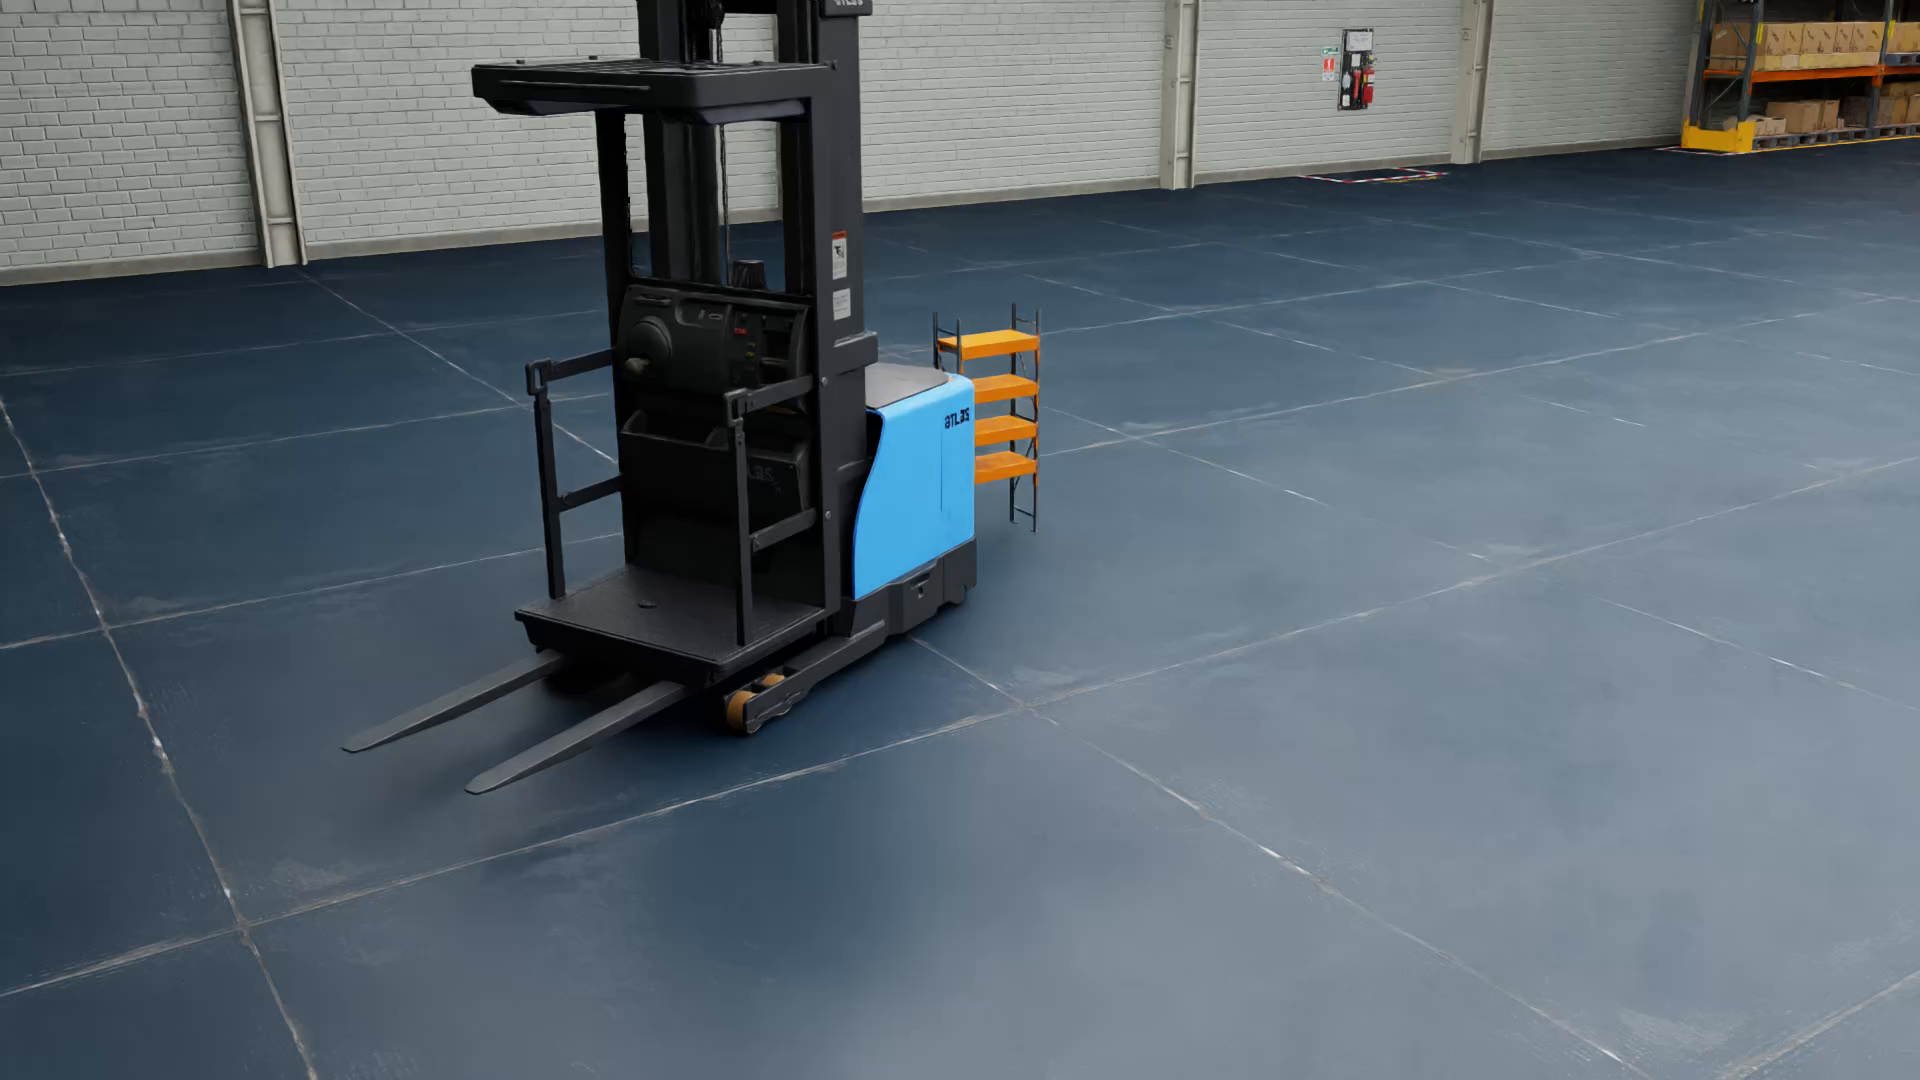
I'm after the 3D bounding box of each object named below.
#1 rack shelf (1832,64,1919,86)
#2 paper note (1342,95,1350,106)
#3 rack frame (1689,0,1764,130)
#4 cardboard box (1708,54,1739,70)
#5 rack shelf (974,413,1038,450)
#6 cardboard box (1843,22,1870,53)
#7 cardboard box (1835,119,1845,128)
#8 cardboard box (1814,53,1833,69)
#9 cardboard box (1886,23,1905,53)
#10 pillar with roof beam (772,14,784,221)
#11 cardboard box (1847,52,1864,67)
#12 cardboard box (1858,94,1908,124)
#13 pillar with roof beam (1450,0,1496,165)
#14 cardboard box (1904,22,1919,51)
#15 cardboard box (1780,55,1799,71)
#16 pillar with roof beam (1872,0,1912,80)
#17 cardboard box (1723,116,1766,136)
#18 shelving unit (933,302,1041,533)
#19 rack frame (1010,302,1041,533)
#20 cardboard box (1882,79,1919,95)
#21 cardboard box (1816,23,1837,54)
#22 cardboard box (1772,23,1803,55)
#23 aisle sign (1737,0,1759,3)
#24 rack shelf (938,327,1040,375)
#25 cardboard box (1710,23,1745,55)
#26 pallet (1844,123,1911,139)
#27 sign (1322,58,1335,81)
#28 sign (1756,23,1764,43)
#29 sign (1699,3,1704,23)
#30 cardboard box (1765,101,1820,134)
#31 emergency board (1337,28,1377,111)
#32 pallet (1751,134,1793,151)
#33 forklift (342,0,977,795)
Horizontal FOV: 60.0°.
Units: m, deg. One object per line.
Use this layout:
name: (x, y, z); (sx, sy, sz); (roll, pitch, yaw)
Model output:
rack shelf: (17.972, -8.859, 31.388); (4.000, 0.370, 1.077); (-12, 22, -31)
paper note: (5.788, -6.585, 24.915); (0.142, 0.148, 0.016); (-12, 22, -31)
rack frame: (12.961, -8.143, 28.146); (0.127, 3.000, 1.000); (-12, 22, -31)
cardboard box: (13.244, -8.215, 28.564); (0.500, 0.250, 0.500); (-12, 22, -31)
rack shelf: (0.138, -0.534, 8.660); (0.480, 0.148, 0.258); (-12, 22, -31)
cardboard box: (15.663, -8.885, 29.375); (0.500, 0.500, 0.500); (-12, 22, -32)
cardboard box: (15.871, -7.611, 30.311); (0.250, 0.166, 0.380); (-16, 24, -38)
cardboard box: (14.821, -8.354, 28.974); (0.500, 0.250, 0.500); (-12, 22, -31)
cardboard box: (16.745, -9.183, 30.382); (0.500, 0.500, 0.700); (-12, 22, -31)
pillar with roof beam: (0.404, -7.017, 15.450); (0.400, 9.000, 9.100); (-12, 22, -31)
cardboard box: (15.652, -8.535, 29.511); (0.500, 0.250, 0.500); (-12, 22, -31)
cardboard box: (17.311, -8.110, 31.266); (0.500, 0.500, 0.700); (-12, 22, -32)
pillar with roof beam: (10.426, -9.131, 21.702); (0.400, 9.000, 9.100); (-12, 22, -31)
cardboard box: (17.749, -9.404, 31.035); (0.500, 0.500, 0.700); (-9, 21, -24)
cardboard box: (13.969, -8.177, 28.452); (0.500, 0.250, 0.500); (-13, 22, -33)
pillar with roof beam: (20.448, -11.245, 27.955); (0.400, 9.000, 9.100); (-12, 22, -31)
cardboard box: (13.588, -7.175, 28.796); (0.500, 0.311, 0.500); (-15, 24, -37)
shelving unit: (0.138, -0.598, 8.639); (0.503, 1.200, 0.258); (-12, 22, -31)
rack frame: (0.342, -0.641, 8.766); (0.015, 1.200, 0.240); (-12, 22, -31)
cardboard box: (17.705, -8.532, 31.343); (0.500, 0.250, 0.500); (-13, 22, -33)
cardboard box: (14.803, -8.708, 28.850); (0.500, 0.500, 0.500); (-11, 22, -30)
cardboard box: (13.943, -8.524, 28.307); (0.500, 0.500, 0.500); (-12, 22, -31)
aisle sign: (13.066, -9.281, 27.455); (0.004, 0.787, 0.394); (-12, 22, -31)
rack shelf: (0.138, -0.970, 8.513); (0.480, 0.148, 0.258); (-12, 22, -31)
cardboard box: (13.237, -8.576, 28.461); (0.500, 0.500, 0.500); (-12, 22, -32)
pallet: (16.951, -7.664, 31.084); (1.213, 0.211, 1.003); (-12, 22, -31)
sign: (5.455, -6.962, 24.600); (0.234, 0.329, 0.001); (-12, 22, -31)
sign: (13.259, -8.408, 27.578); (0.005, 0.325, 0.100); (-12, 22, -31)
sign: (12.672, -8.993, 28.360); (0.005, 0.325, 0.100); (-12, 22, -31)
cardboard box: (14.704, -7.481, 29.405); (0.500, 0.500, 0.700); (-14, 23, -35)
emergency board: (5.974, -7.015, 24.812); (0.643, 1.169, 0.194); (-12, 22, -31)
pallet: (13.722, -6.969, 29.028); (1.213, 0.211, 1.003); (-12, 22, -31)
forklift: (-1.114, -0.801, 6.537); (1.130, 2.935, 3.031); (11, 22, 29)
